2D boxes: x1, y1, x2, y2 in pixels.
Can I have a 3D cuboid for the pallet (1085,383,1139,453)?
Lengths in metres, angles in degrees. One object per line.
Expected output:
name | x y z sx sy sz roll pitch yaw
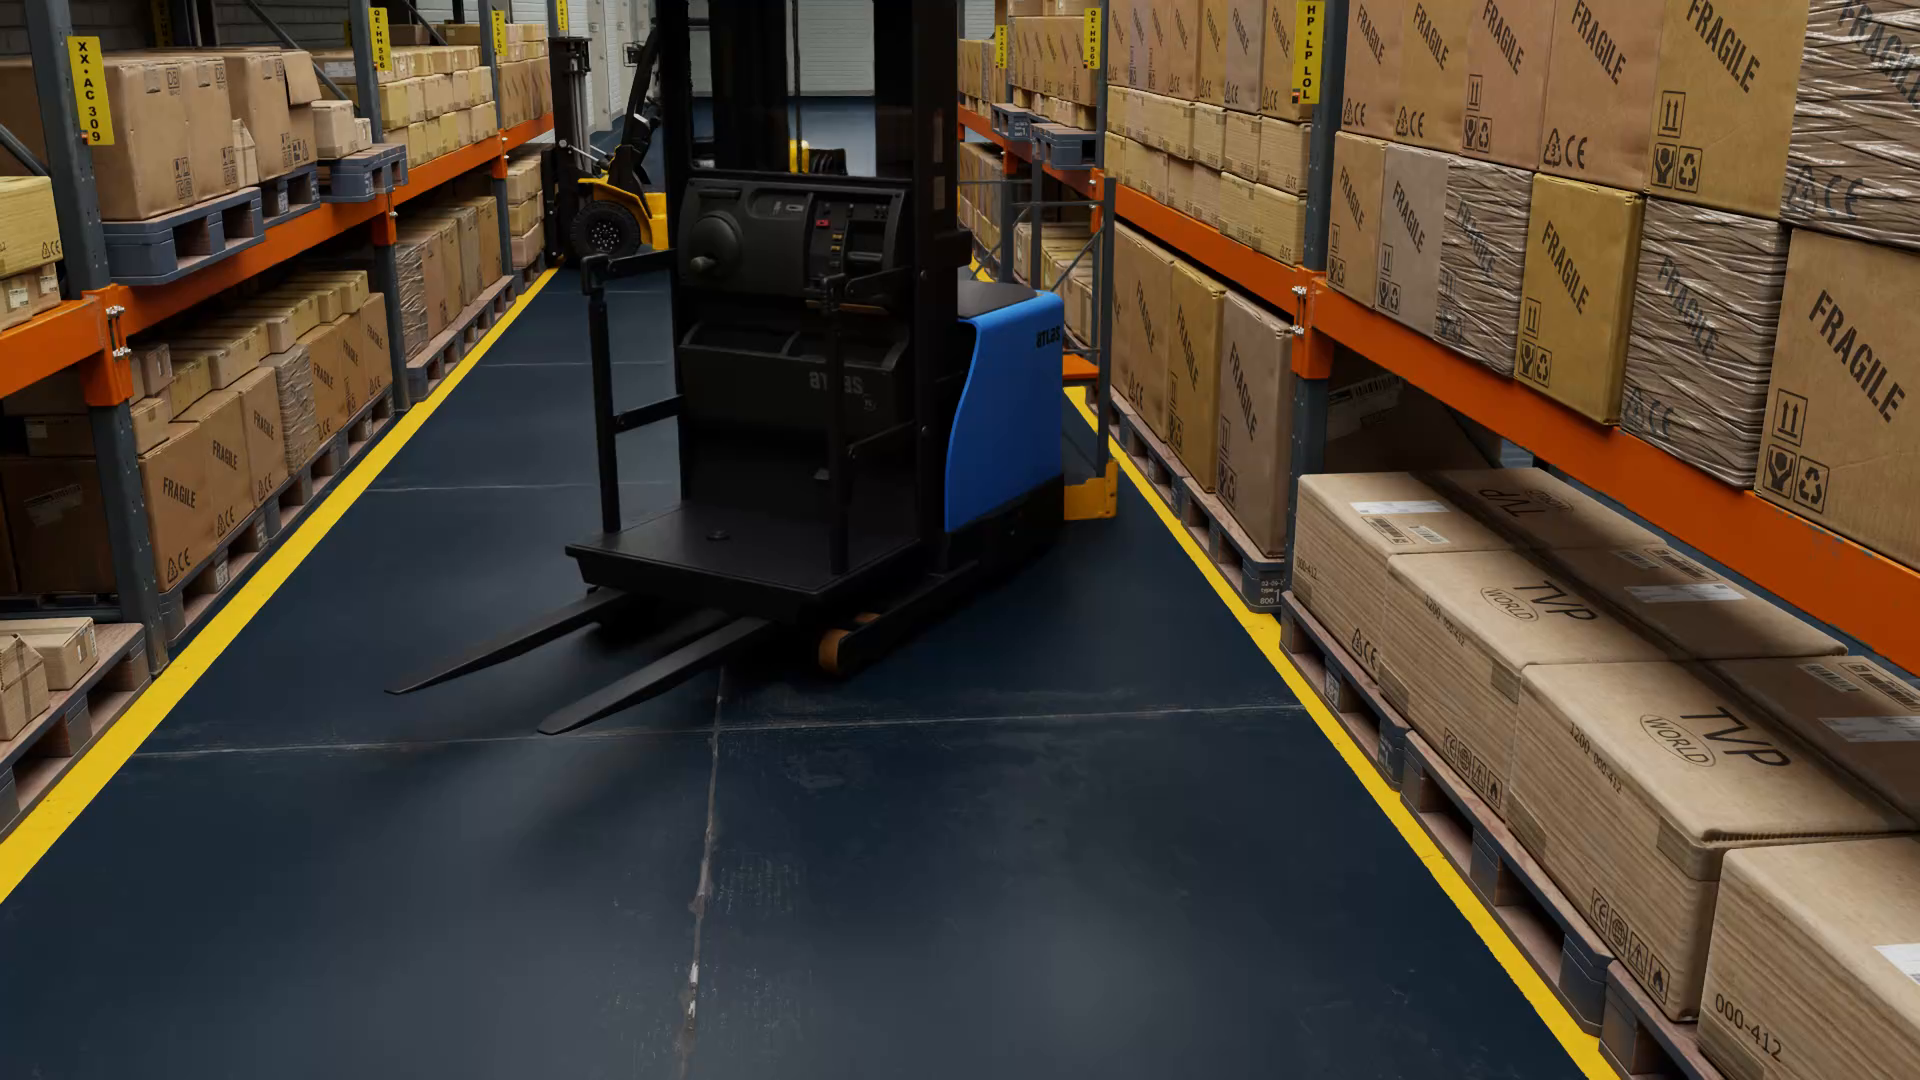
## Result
pallet | 1.288 -0.741 9.185 1.003 0.211 1.213 -2 18 -6

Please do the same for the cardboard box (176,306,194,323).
cardboard box | -3.795 -0.995 7.727 0.380 0.149 0.250 -2 18 -7

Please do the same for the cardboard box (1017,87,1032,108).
cardboard box | 0.629 -3.332 12.500 0.380 0.149 0.250 -1 17 -5

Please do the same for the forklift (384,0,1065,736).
forklift | -0.711 -1.084 5.735 1.130 2.935 3.031 9 20 28

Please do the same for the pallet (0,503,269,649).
pallet | -3.364 0.127 6.421 1.003 0.211 1.213 -2 18 -6

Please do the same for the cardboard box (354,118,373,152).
cardboard box | -3.206 -2.051 8.420 0.380 0.149 0.250 -1 17 -5

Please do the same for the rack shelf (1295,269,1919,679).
rack shelf | 1.900 -0.178 3.937 1.077 0.370 4.000 -2 18 -6

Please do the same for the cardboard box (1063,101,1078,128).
cardboard box | 0.843 -2.631 10.268 0.380 0.149 0.250 -2 18 -6

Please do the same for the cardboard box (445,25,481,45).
cardboard box | -3.806 -3.949 13.002 0.380 0.149 0.250 -1 17 -5

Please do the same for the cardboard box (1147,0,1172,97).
cardboard box | 1.188 -2.377 7.904 0.500 0.500 0.500 -1 17 -4

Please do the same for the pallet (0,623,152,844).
pallet | -3.173 0.573 5.001 1.003 0.211 1.213 -2 18 -6

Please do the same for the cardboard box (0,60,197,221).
cardboard box | -3.070 -1.362 5.638 0.700 0.500 0.500 -1 17 -4

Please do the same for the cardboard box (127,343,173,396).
cardboard box | -3.090 -0.613 6.013 0.380 0.149 0.250 -3 18 -8

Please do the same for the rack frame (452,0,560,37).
rack frame | -4.481 -4.538 16.623 1.000 3.000 0.127 -2 18 -6

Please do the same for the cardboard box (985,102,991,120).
cardboard box | 0.425 -3.770 14.596 0.380 0.149 0.250 -2 18 -6

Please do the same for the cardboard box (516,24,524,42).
cardboard box | -4.070 -4.480 14.692 0.380 0.149 0.250 -2 17 -5

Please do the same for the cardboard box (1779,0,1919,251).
cardboard box | 1.737 -0.741 2.693 0.500 0.500 0.500 -2 18 -5

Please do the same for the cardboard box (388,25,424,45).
cardboard box | -4.401 -3.931 12.944 0.380 0.149 0.250 -2 18 -6

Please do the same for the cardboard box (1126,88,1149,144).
cardboard box | 1.140 -2.163 8.475 0.500 0.250 0.500 -1 17 -4

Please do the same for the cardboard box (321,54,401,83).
cardboard box | -3.424 -2.695 9.503 0.380 0.149 0.250 -1 17 -4

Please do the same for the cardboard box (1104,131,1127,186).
cardboard box | 1.082 -2.084 9.056 0.500 0.250 0.500 -2 18 -7

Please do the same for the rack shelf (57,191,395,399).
rack shelf | -3.449 -1.215 7.241 1.077 0.370 4.000 -2 18 -6

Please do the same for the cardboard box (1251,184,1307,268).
cardboard box | 1.397 -1.171 6.150 0.500 0.250 0.500 -2 18 -7

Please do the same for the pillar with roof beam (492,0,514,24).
pillar with roof beam | -1.642 -9.085 21.093 9.100 9.000 0.400 -2 18 -6

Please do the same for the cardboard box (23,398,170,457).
cardboard box | -3.015 -0.395 5.816 0.380 0.149 0.250 -1 17 -3

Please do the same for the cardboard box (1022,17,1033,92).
cardboard box | 0.722 -3.445 11.778 0.500 0.500 0.500 -2 18 -6

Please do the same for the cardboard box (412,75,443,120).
cardboard box | -3.545 -2.767 10.397 0.500 0.250 0.500 -2 18 -7

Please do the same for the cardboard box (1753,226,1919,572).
cardboard box | 1.757 -0.258 2.826 0.500 0.500 0.500 -2 18 -7

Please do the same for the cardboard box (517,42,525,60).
cardboard box | -3.943 -4.188 14.261 0.380 0.149 0.250 -2 18 -7

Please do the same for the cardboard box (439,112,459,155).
cardboard box | -3.617 -2.680 10.957 0.500 0.250 0.500 -1 17 -4

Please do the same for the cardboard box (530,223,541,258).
cardboard box | -3.856 -2.540 14.148 0.500 0.250 0.500 -2 18 -7

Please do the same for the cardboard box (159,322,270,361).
cardboard box | -3.269 -0.861 7.302 0.380 0.149 0.250 -2 18 -5

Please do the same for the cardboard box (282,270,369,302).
cardboard box | -3.352 -1.332 8.802 0.380 0.149 0.250 -3 18 -8

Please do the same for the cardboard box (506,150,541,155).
cardboard box | -4.002 -3.474 15.454 0.500 0.250 0.500 -2 17 -5

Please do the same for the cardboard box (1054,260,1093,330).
cardboard box | 1.149 -1.644 11.090 0.950 0.372 0.625 -2 18 -7

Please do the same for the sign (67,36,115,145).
sign | -2.704 -1.395 5.166 0.100 0.325 0.005 -2 18 -6

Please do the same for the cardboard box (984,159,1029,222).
cardboard box | 0.487 -3.066 14.573 0.500 0.500 0.500 -1 17 -5

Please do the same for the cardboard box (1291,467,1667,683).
cardboard box | 1.652 0.095 5.441 0.875 0.438 0.875 -2 18 -6

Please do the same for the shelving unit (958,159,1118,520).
shelving unit | 0.289 -0.957 7.721 0.587 1.500 1.083 -5 18 -14

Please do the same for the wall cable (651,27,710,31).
wall cable | -7.388 -15.540 46.836 3.097 2.526 0.112 -2 18 -6

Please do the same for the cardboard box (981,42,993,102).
cardboard box | 0.458 -4.122 14.636 0.500 0.500 0.500 -1 17 -4

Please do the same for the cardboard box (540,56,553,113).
cardboard box | -4.124 -4.292 15.674 0.500 0.500 0.500 -1 17 -4

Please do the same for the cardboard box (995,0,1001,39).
cardboard box | 0.726 -5.213 16.442 0.700 0.500 0.500 -2 18 -7

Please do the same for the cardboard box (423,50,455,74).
cardboard box | -3.546 -3.152 10.959 0.380 0.149 0.250 -2 18 -7

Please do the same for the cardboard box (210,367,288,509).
cardboard box | -3.181 -0.428 7.006 0.500 0.500 0.500 -2 18 -7

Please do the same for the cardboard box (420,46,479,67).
cardboard box | -3.812 -3.608 12.413 0.380 0.149 0.250 -1 17 -4

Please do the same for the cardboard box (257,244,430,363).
cardboard box | -3.706 -1.408 9.917 0.875 0.625 0.625 -1 17 -4

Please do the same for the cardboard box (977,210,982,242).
cardboard box | 0.428 -2.867 15.190 0.500 0.250 0.500 -2 17 -5

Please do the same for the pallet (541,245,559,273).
pallet | -4.237 -2.618 15.164 1.003 0.211 1.213 -2 18 -6

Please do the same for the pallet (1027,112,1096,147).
pallet | 1.037 -2.806 11.426 1.003 0.211 1.213 -2 18 -6
